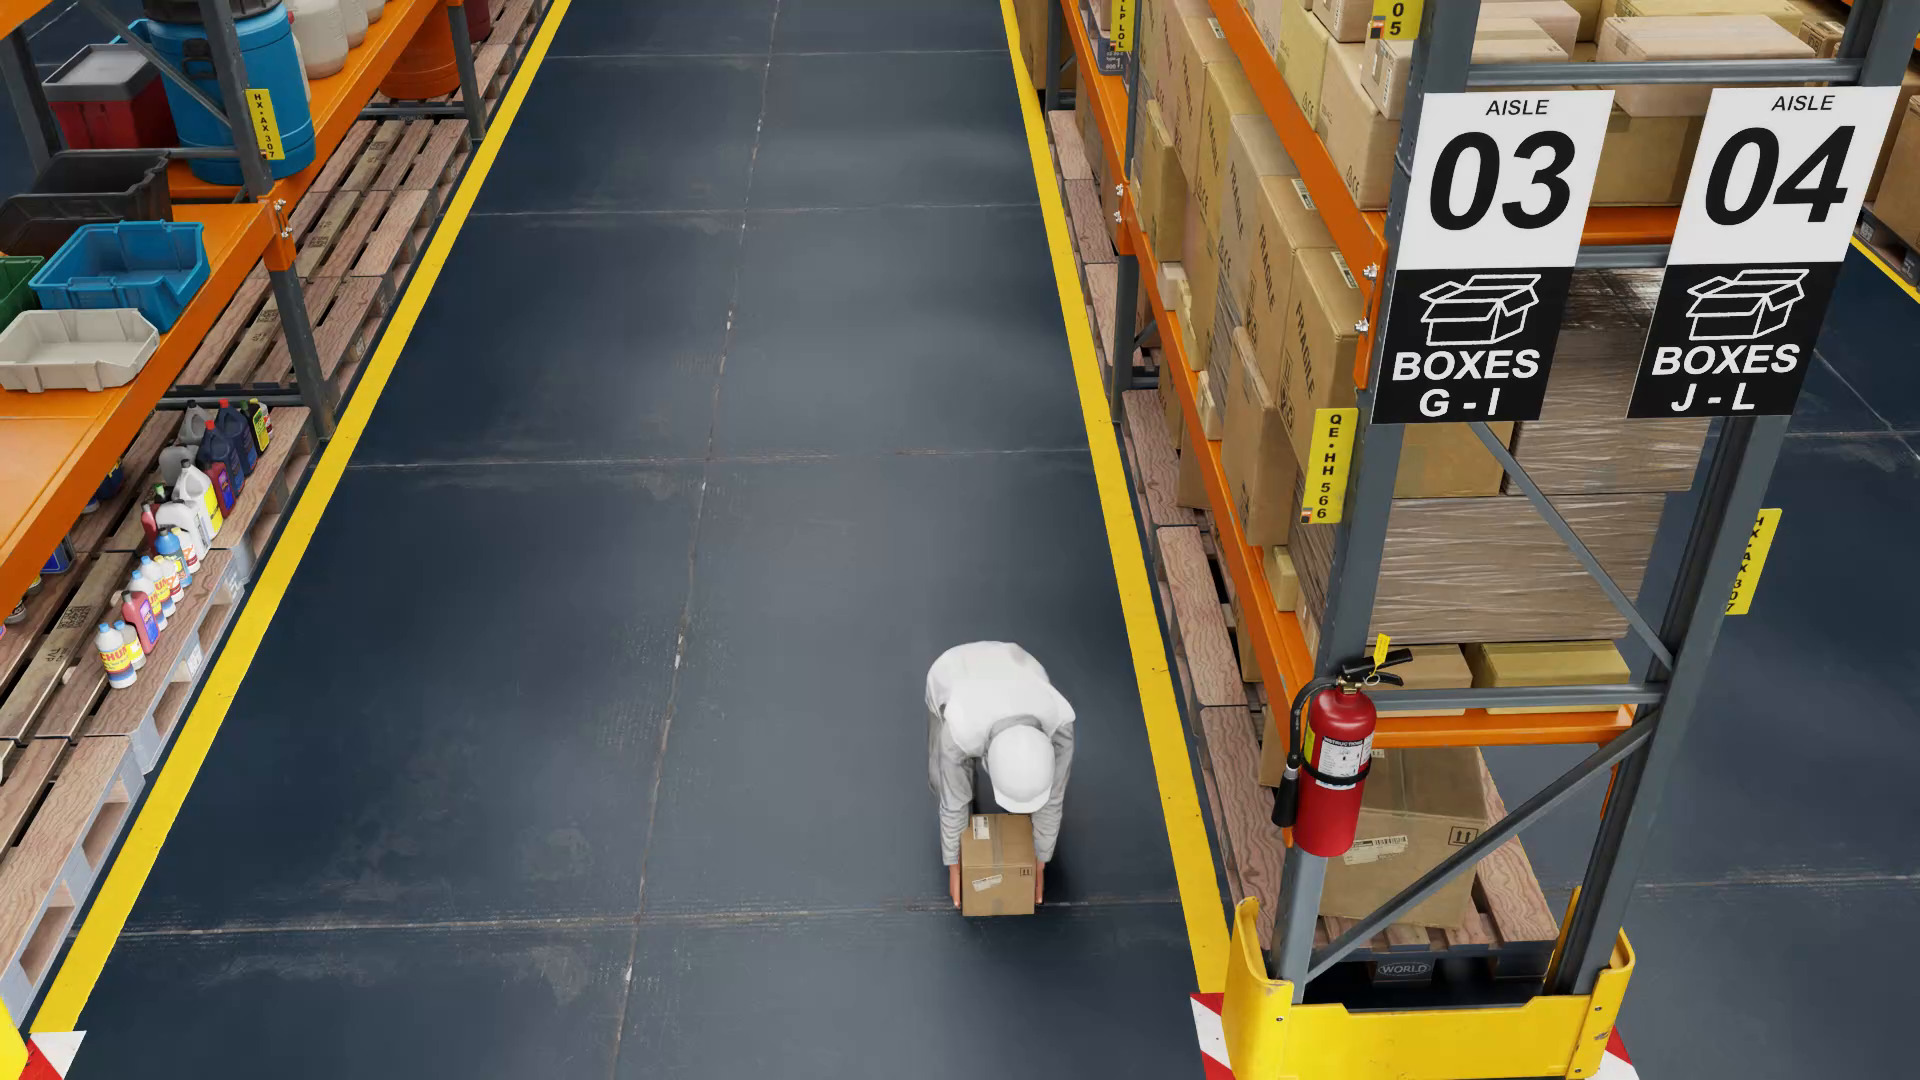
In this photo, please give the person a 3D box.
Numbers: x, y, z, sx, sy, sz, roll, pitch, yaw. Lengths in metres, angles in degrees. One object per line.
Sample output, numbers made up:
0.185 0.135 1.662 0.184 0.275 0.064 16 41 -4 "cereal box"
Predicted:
0.136 0.789 5.920 0.508 0.862 0.953 -3 35 -4 "person"
